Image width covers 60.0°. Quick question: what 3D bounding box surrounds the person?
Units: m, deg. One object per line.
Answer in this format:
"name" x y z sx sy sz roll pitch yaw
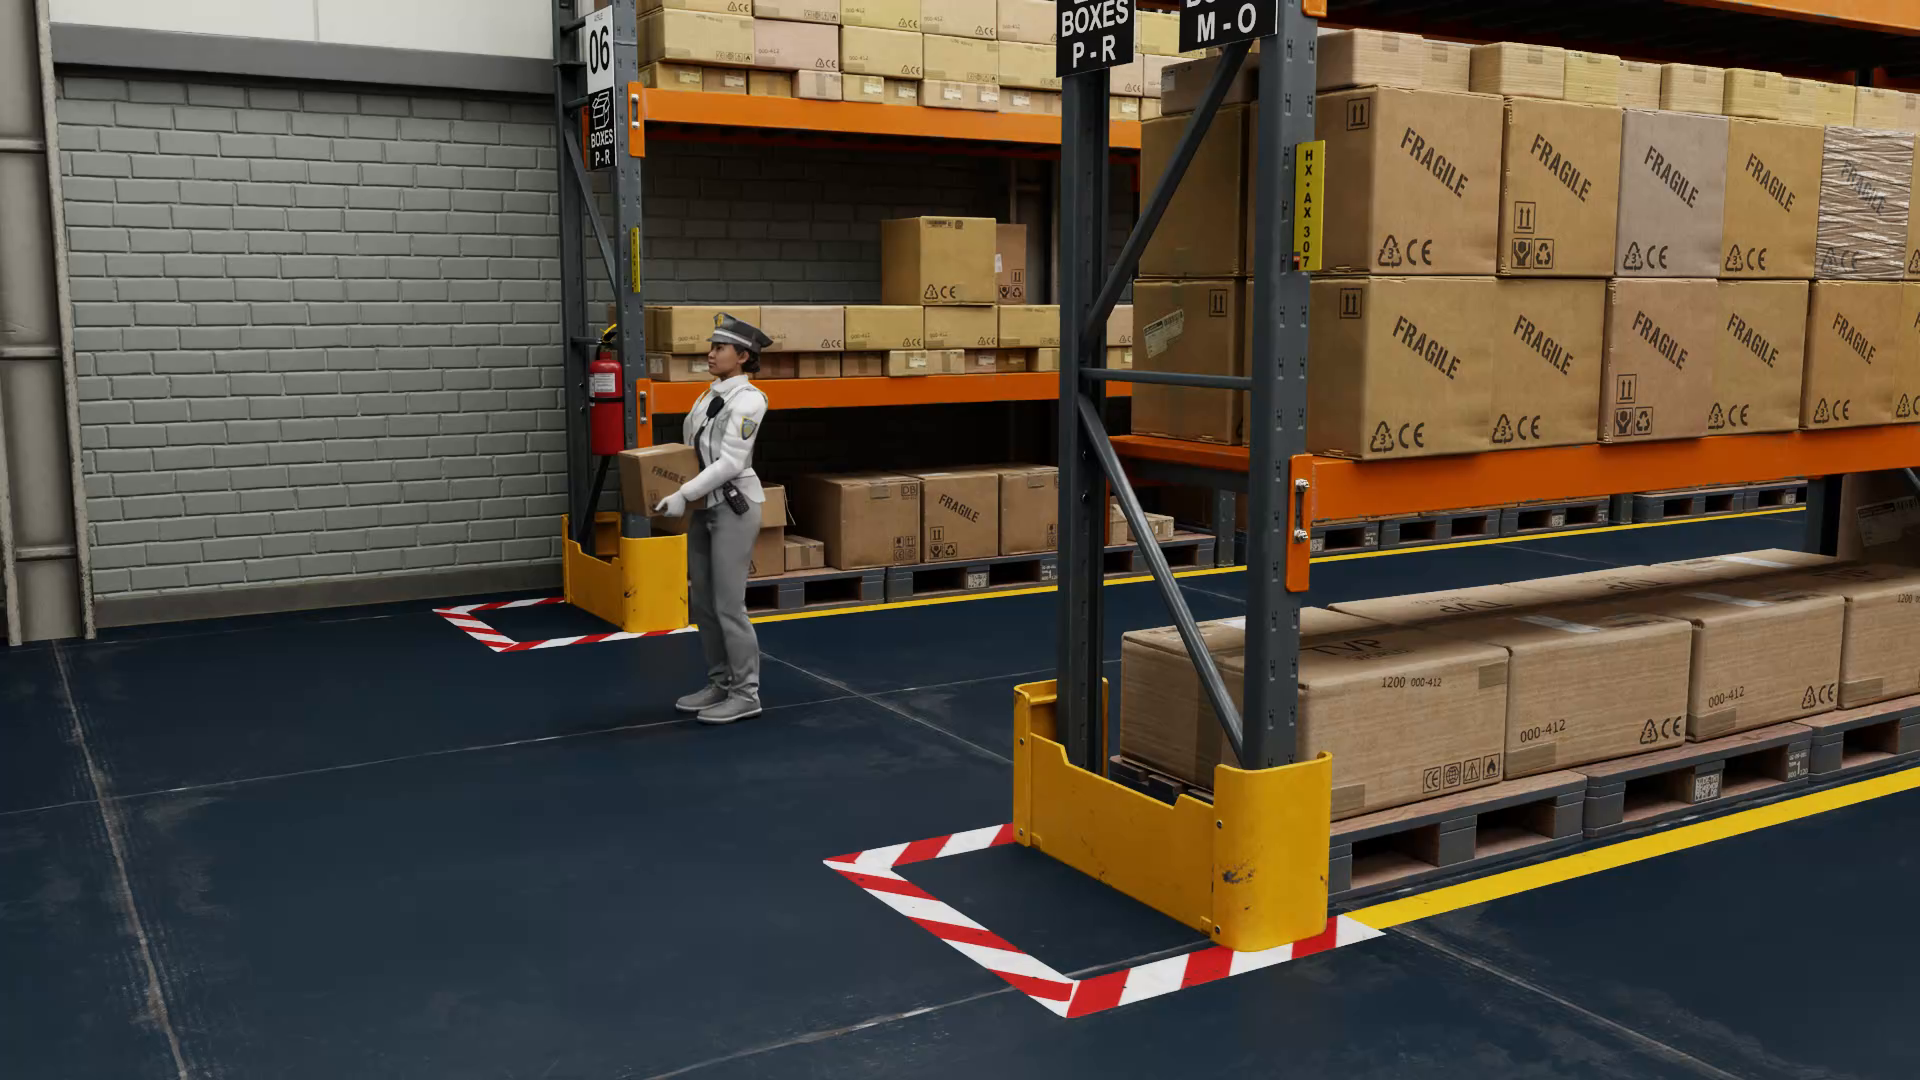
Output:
"person" -1.044 -0.096 6.899 0.555 1.687 0.461 -5 10 -31
